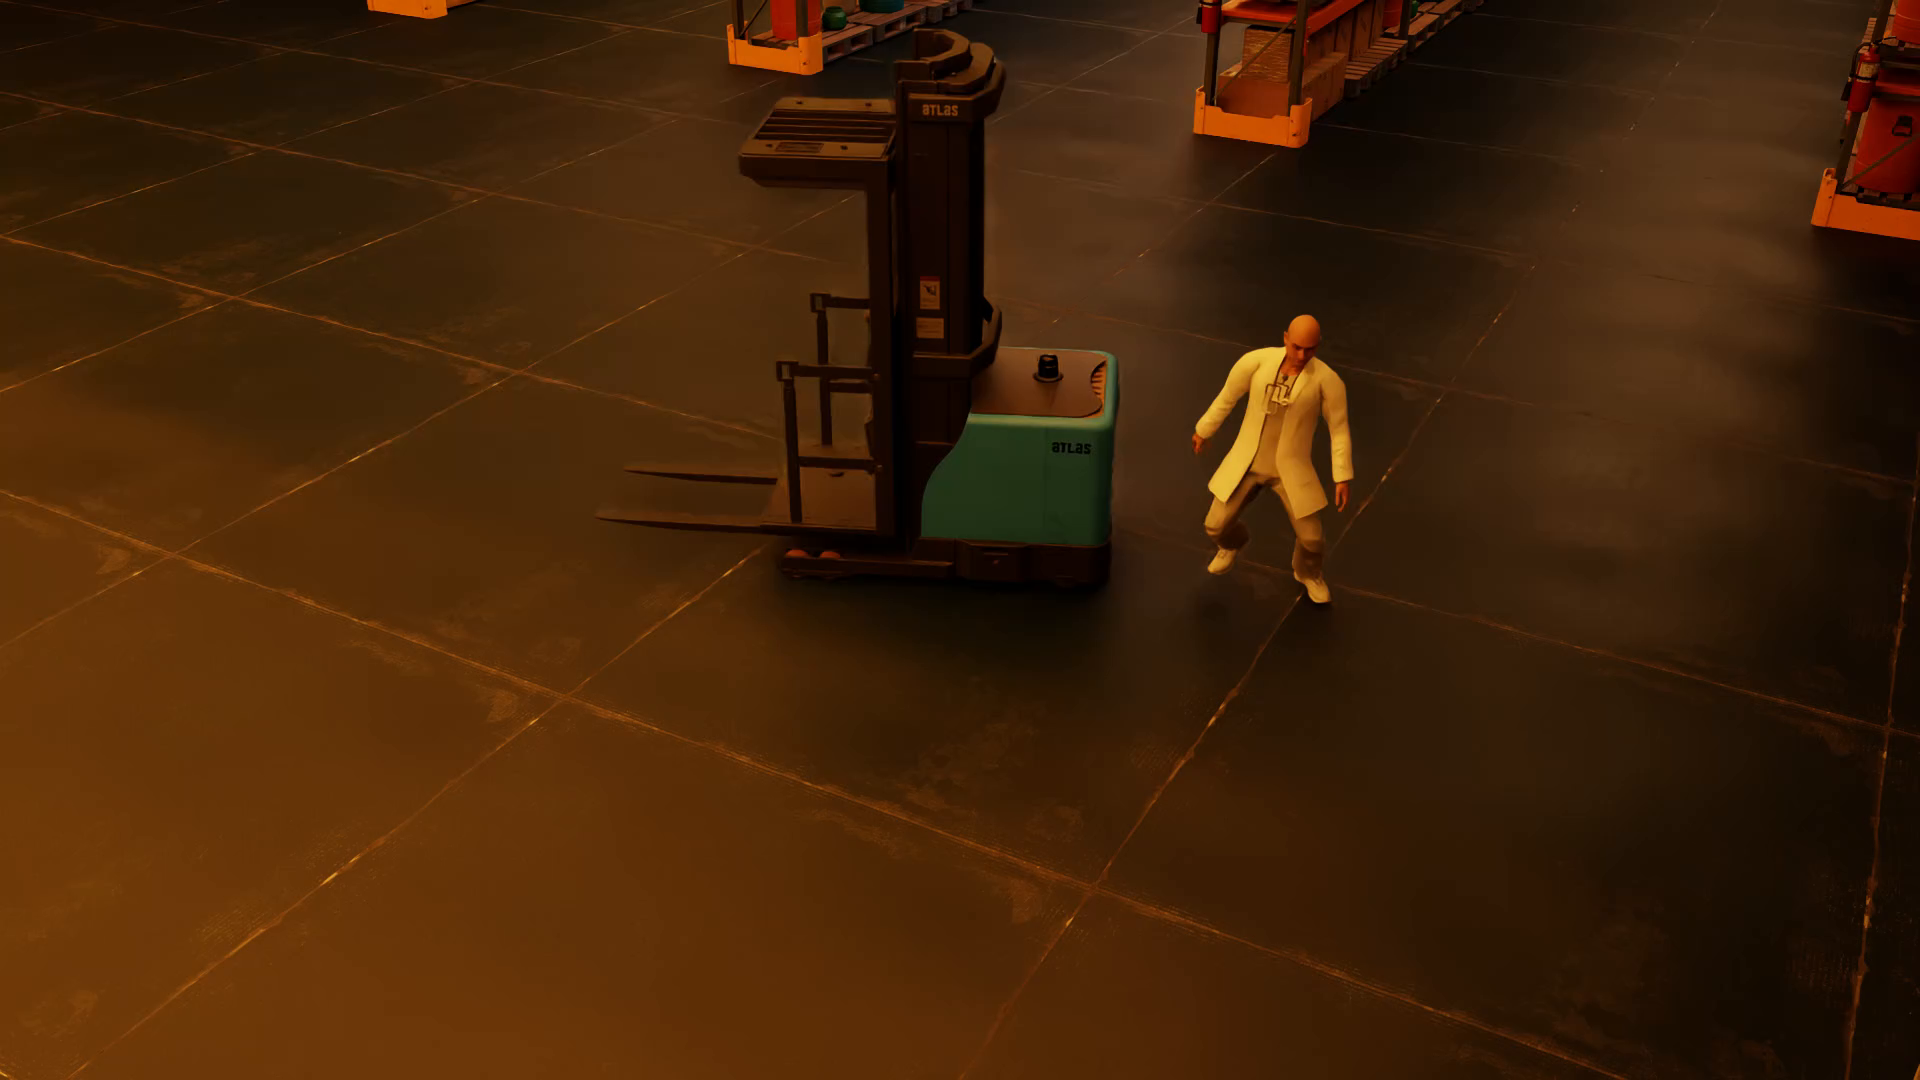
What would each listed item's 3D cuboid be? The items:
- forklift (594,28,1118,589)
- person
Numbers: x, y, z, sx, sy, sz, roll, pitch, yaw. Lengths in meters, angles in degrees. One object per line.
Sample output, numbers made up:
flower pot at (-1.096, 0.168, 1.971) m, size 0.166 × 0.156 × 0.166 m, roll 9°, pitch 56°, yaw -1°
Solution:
forklift at (-0.614, -1.296, 9.315) m, size 3.031 × 2.935 × 1.130 m, roll 3°, pitch 30°, yaw 5°
person at (1.692, -0.459, 9.056) m, size 0.942 × 1.658 × 0.572 m, roll 15°, pitch 33°, yaw 24°
